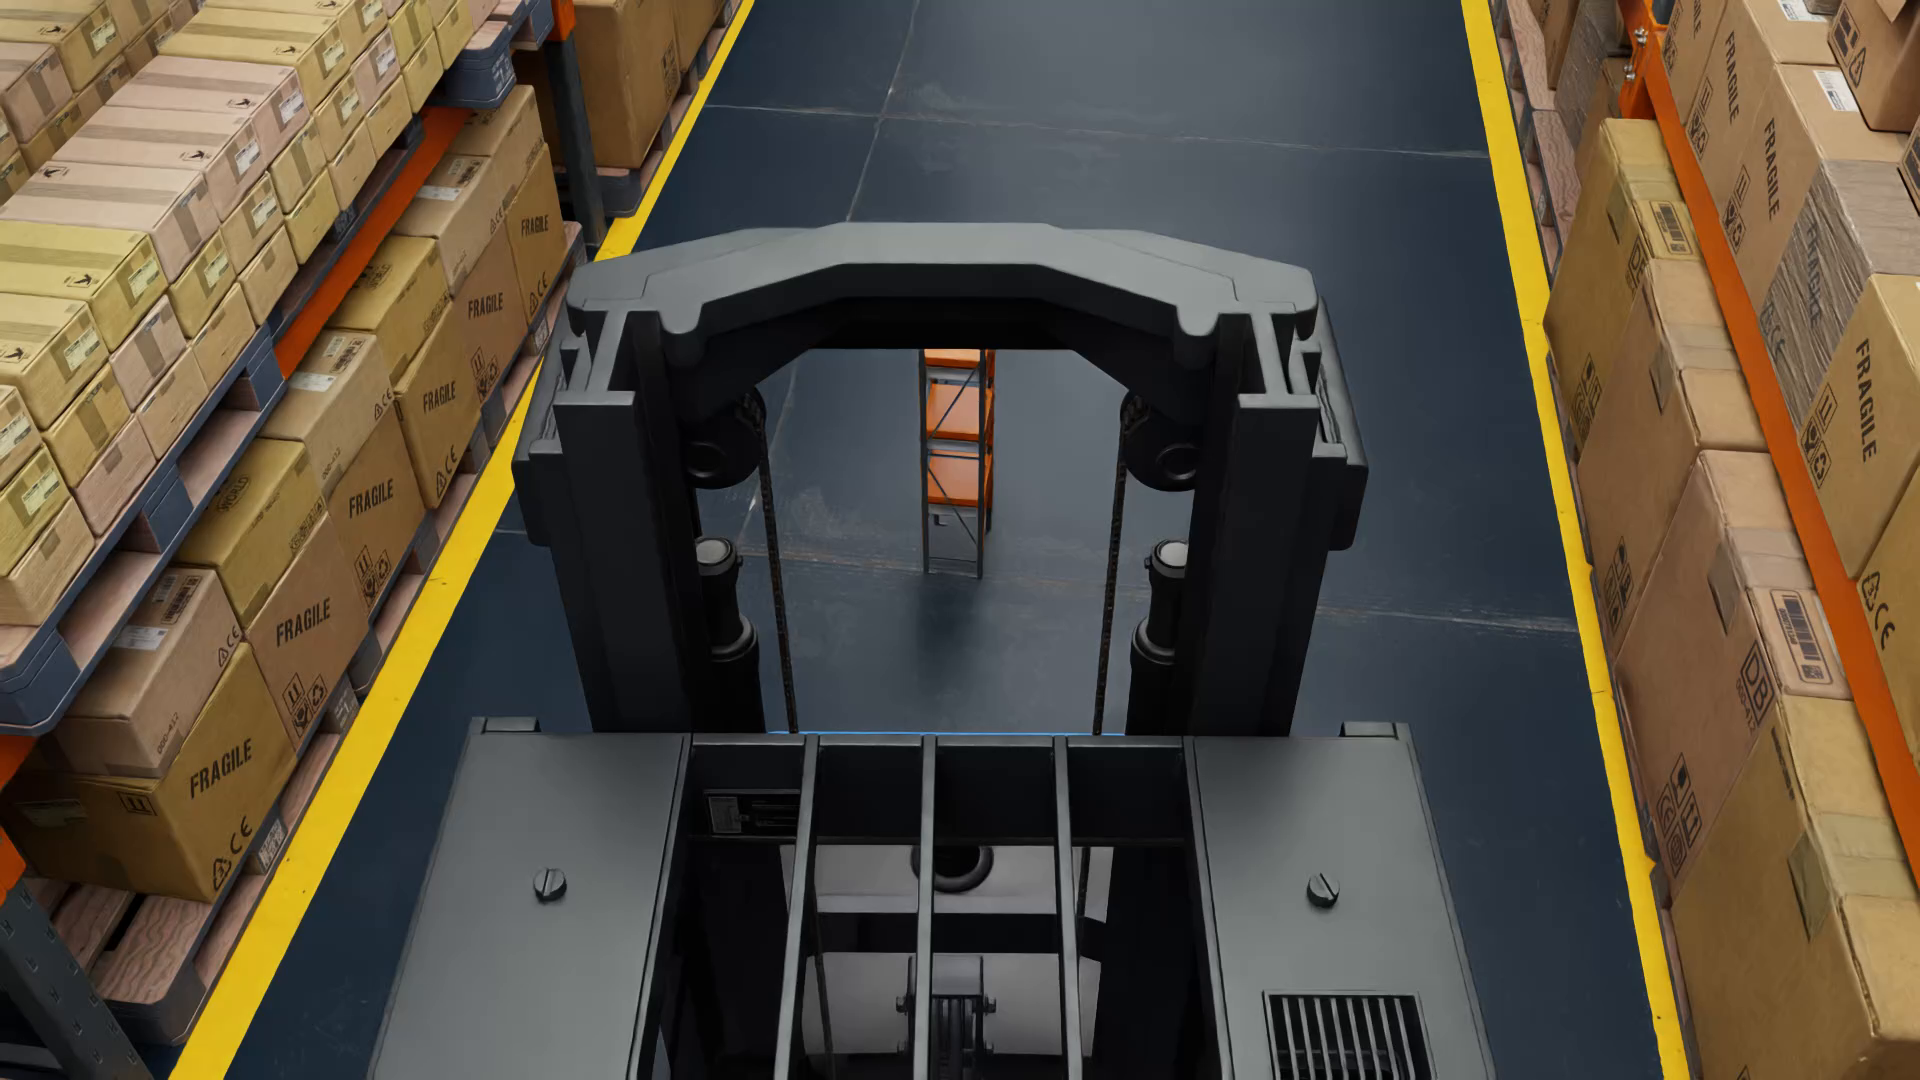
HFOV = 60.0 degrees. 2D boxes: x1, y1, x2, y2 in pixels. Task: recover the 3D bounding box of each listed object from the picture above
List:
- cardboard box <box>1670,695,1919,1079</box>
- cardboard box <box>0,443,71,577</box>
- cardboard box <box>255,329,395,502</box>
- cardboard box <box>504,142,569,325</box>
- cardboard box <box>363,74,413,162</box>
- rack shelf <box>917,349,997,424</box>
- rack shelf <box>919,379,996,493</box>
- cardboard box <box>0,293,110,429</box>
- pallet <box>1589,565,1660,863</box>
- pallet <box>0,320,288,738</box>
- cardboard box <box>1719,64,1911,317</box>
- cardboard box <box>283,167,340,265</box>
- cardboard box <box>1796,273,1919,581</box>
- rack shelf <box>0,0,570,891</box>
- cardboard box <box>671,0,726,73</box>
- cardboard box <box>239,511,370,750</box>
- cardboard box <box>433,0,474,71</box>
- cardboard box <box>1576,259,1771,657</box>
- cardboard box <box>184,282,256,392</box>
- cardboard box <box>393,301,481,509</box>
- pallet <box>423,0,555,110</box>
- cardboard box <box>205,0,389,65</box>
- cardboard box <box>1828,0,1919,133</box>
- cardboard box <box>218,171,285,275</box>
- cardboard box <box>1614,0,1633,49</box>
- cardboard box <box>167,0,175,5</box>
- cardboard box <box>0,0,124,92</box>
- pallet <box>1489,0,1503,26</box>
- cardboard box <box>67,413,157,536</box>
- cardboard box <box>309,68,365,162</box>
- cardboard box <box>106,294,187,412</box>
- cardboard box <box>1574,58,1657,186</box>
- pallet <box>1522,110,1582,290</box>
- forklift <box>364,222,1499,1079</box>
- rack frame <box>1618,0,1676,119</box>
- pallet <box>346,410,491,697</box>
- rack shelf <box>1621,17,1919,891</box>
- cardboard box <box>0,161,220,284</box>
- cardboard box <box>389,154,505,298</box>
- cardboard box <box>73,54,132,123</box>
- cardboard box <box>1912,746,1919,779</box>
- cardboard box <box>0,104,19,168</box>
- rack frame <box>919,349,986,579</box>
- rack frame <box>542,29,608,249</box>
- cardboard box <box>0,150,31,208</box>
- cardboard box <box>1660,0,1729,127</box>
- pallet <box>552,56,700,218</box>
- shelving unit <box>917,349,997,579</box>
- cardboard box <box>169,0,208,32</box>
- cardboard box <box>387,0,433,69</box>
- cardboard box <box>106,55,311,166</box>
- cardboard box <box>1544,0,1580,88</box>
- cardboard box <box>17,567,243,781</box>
[{"bbox_3d":[2.424,1.017,3.734,1.225,0.875,0.875,5,44,6],"label":"cardboard box"},{"bbox_3d":[-2.036,-0.080,3.313,0.380,0.149,0.250,6,44,6],"label":"cardboard box"},{"bbox_3d":[-2.045,-0.391,4.948,0.500,0.250,0.500,7,44,7],"label":"cardboard box"},{"bbox_3d":[-1.843,-1.182,6.329,0.500,0.500,0.500,5,44,5],"label":"cardboard box"},{"bbox_3d":[-1.800,-1.219,4.733,0.380,0.149,0.250,6,44,7],"label":"cardboard box"},{"bbox_3d":[-0.007,-0.543,5.163,0.215,0.259,0.240,5,44,6],"label":"rack shelf"},{"bbox_3d":[-0.007,-0.337,5.358,0.215,0.259,0.240,5,44,6],"label":"rack shelf"},{"bbox_3d":[-2.005,-0.378,3.412,0.380,0.149,0.250,6,44,7],"label":"cardboard box"},{"bbox_3d":[2.545,0.482,5.087,1.003,0.211,1.213,5,44,6],"label":"pallet"},{"bbox_3d":[-2.299,-0.122,3.836,1.003,0.211,1.213,5,44,6],"label":"pallet"},{"bbox_3d":[2.424,-0.919,4.466,0.500,0.500,0.500,5,44,5],"label":"cardboard box"},{"bbox_3d":[-1.869,-0.862,4.356,0.380,0.149,0.250,5,44,5],"label":"cardboard box"},{"bbox_3d":[2.284,-0.237,3.746,0.500,0.500,0.500,5,44,5],"label":"cardboard box"},{"bbox_3d":[-2.280,-0.785,4.921,1.077,0.370,4.000,5,44,6],"label":"rack shelf"},{"bbox_3d":[-1.733,-2.748,7.802,1.050,0.750,0.750,6,44,6],"label":"cardboard box"},{"bbox_3d":[-2.115,0.231,4.837,0.500,0.500,0.500,7,44,7],"label":"cardboard box"},{"bbox_3d":[-1.730,-1.579,5.113,0.380,0.149,0.250,5,44,5],"label":"cardboard box"},{"bbox_3d":[2.650,-0.196,5.015,1.225,0.875,0.875,5,44,6],"label":"cardboard box"},{"bbox_3d":[-1.934,-0.502,3.976,0.380,0.149,0.250,6,44,6],"label":"cardboard box"},{"bbox_3d":[-1.969,-0.467,5.574,0.500,0.500,0.500,3,44,4],"label":"cardboard box"},{"bbox_3d":[-2.004,-1.845,5.656,1.213,0.211,1.003,5,44,6],"label":"pallet"},{"bbox_3d":[-1.799,-1.430,4.523,0.380,0.149,0.250,7,44,8],"label":"cardboard box"},{"bbox_3d":[2.686,-1.350,4.192,0.797,0.503,0.637,6,44,6],"label":"cardboard box"},{"bbox_3d":[-1.903,-0.794,4.067,0.380,0.149,0.250,7,44,7],"label":"cardboard box"},{"bbox_3d":[3.007,-2.236,6.883,0.500,0.250,0.500,10,44,10],"label":"cardboard box"},{"bbox_3d":[-2.408,-1.674,4.781,0.380,0.149,0.250,7,44,7],"label":"cardboard box"},{"bbox_3d":[-2.477,-1.324,4.411,0.380,0.149,0.250,5,44,5],"label":"cardboard box"},{"bbox_3d":[3.315,-3.073,8.842,1.003,0.211,1.213,5,44,6],"label":"pallet"},{"bbox_3d":[-2.005,-0.161,3.616,0.380,0.149,0.250,6,44,6],"label":"cardboard box"},{"bbox_3d":[-1.831,-1.146,4.439,0.380,0.149,0.250,4,44,5],"label":"cardboard box"},{"bbox_3d":[-1.970,-0.432,3.686,0.380,0.149,0.250,6,44,7],"label":"cardboard box"},{"bbox_3d":[2.956,-1.600,6.757,0.700,0.500,0.500,3,44,3],"label":"cardboard box"},{"bbox_3d":[2.992,-1.410,7.085,1.003,0.211,1.213,5,44,6],"label":"pallet"},{"bbox_3d":[-0.026,1.162,2.392,1.130,2.935,3.031,0,43,0],"label":"forklift"},{"bbox_3d":[2.888,-1.890,5.564,1.000,3.000,0.127,5,44,6],"label":"rack frame"},{"bbox_3d":[-2.284,-0.036,5.634,1.003,0.211,1.213,5,44,6],"label":"pallet"},{"bbox_3d":[2.623,-0.266,4.372,1.077,0.370,4.000,5,44,6],"label":"rack shelf"},{"bbox_3d":[-1.933,-0.722,3.776,0.380,0.149,0.250,5,44,5],"label":"cardboard box"},{"bbox_3d":[-1.902,-1.092,5.688,0.500,0.250,0.500,6,44,6],"label":"cardboard box"},{"bbox_3d":[-2.479,-1.206,4.503,0.380,0.149,0.250,7,44,7],"label":"cardboard box"},{"bbox_3d":[2.150,0.456,3.014,0.500,0.500,0.500,5,44,6],"label":"cardboard box"},{"bbox_3d":[-2.543,-0.957,4.024,0.380,0.149,0.250,4,44,4],"label":"cardboard box"},{"bbox_3d":[-0.023,-0.262,5.263,0.200,1.050,0.008,5,44,6],"label":"rack frame"},{"bbox_3d":[-2.015,-2.410,6.113,1.000,3.000,0.127,5,44,6],"label":"rack frame"},{"bbox_3d":[-2.550,-0.854,4.132,0.380,0.149,0.250,3,44,3],"label":"cardboard box"},{"bbox_3d":[2.554,-1.620,5.206,0.500,0.500,0.500,6,44,7],"label":"cardboard box"},{"bbox_3d":[-1.836,-1.928,7.632,1.003,0.211,1.213,5,44,6],"label":"pallet"},{"bbox_3d":[-0.007,-0.345,5.351,0.215,1.050,0.252,5,44,6],"label":"shelving unit"},{"bbox_3d":[-2.411,-1.559,4.876,0.380,0.149,0.250,5,44,6],"label":"cardboard box"},{"bbox_3d":[-1.764,-1.499,4.813,0.380,0.149,0.250,5,44,5],"label":"cardboard box"},{"bbox_3d":[-1.866,-1.069,4.142,0.380,0.149,0.250,7,44,7],"label":"cardboard box"},{"bbox_3d":[3.085,-2.367,7.566,0.700,0.500,0.500,9,44,9],"label":"cardboard box"},{"bbox_3d":[-2.185,0.320,4.198,0.500,0.250,0.500,3,44,4],"label":"cardboard box"}]
